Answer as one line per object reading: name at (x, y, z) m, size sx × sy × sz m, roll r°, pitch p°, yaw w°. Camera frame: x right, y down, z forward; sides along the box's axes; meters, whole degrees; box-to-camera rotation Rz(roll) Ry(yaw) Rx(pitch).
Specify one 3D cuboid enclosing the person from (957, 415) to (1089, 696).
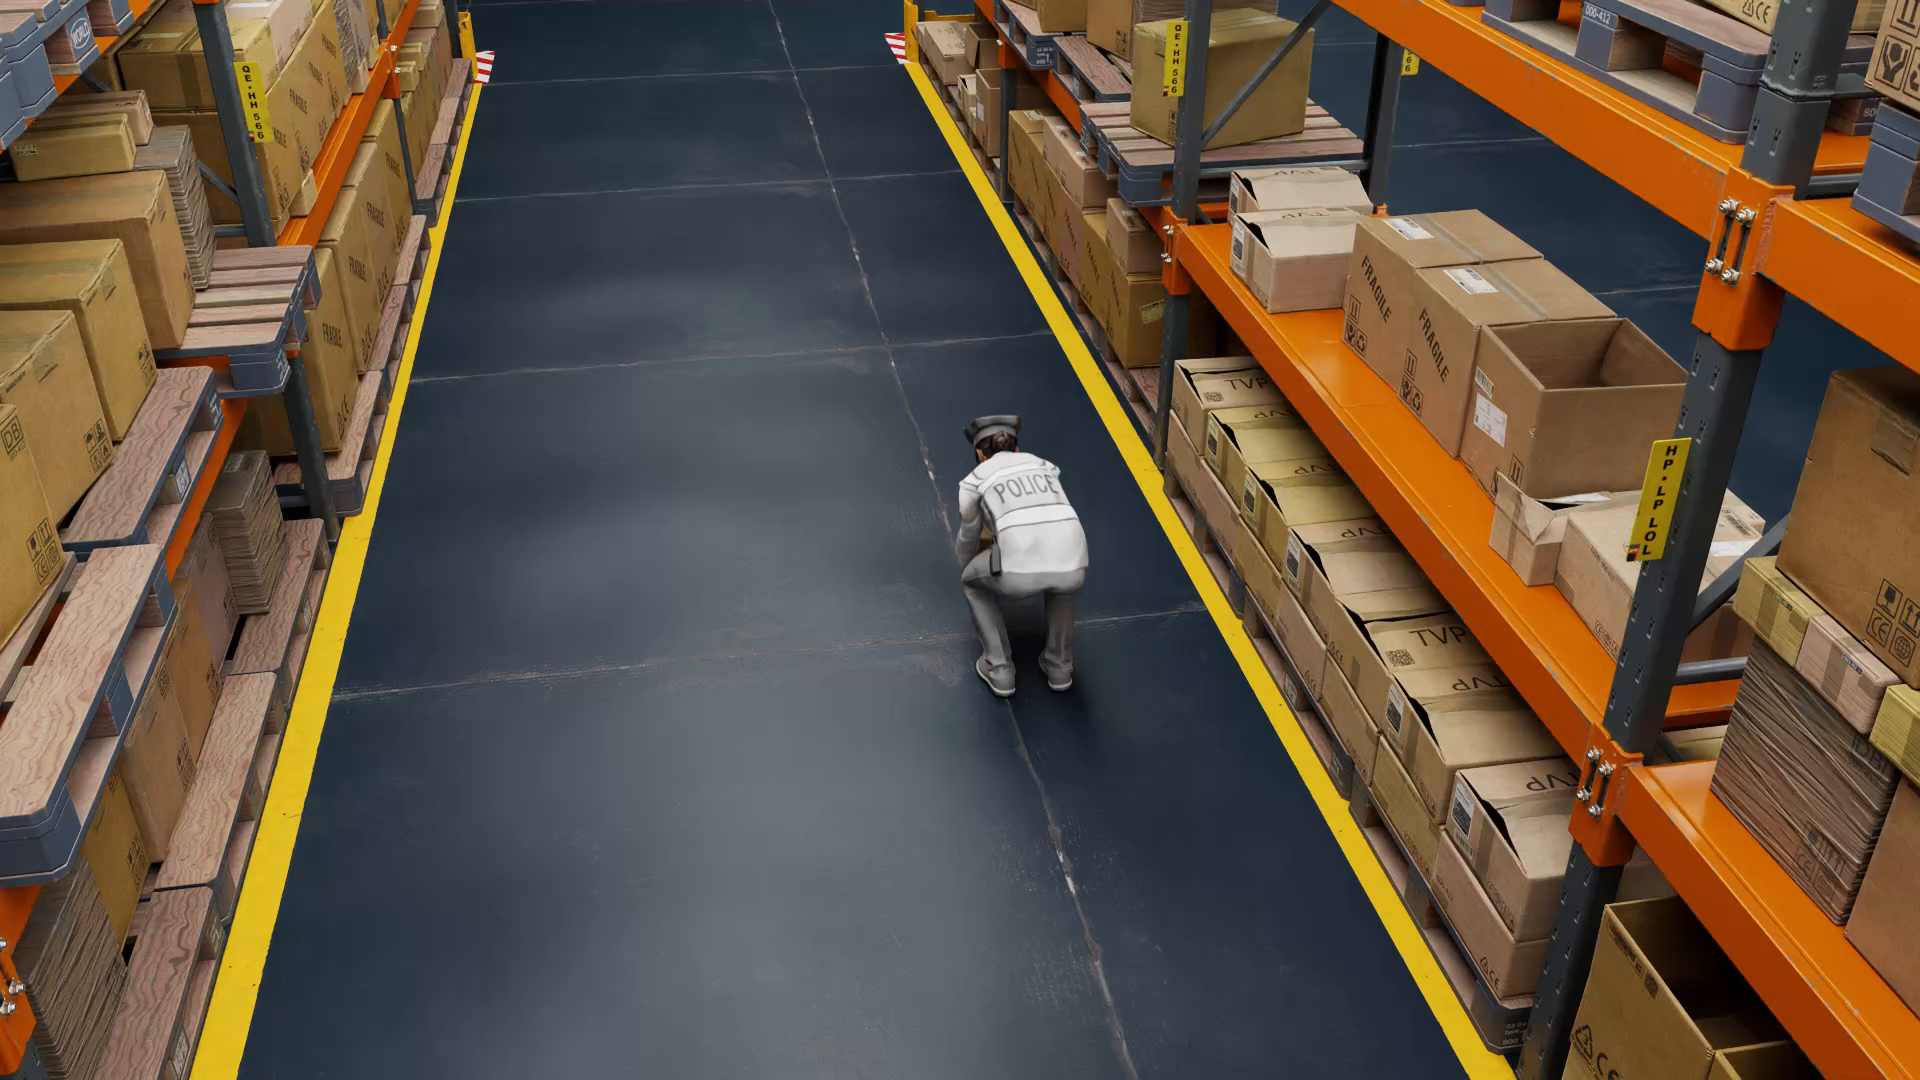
person at (0.232, 0.062, 6.703) m, size 0.470 × 0.977 × 0.912 m, roll -7°, pitch 31°, yaw -11°
